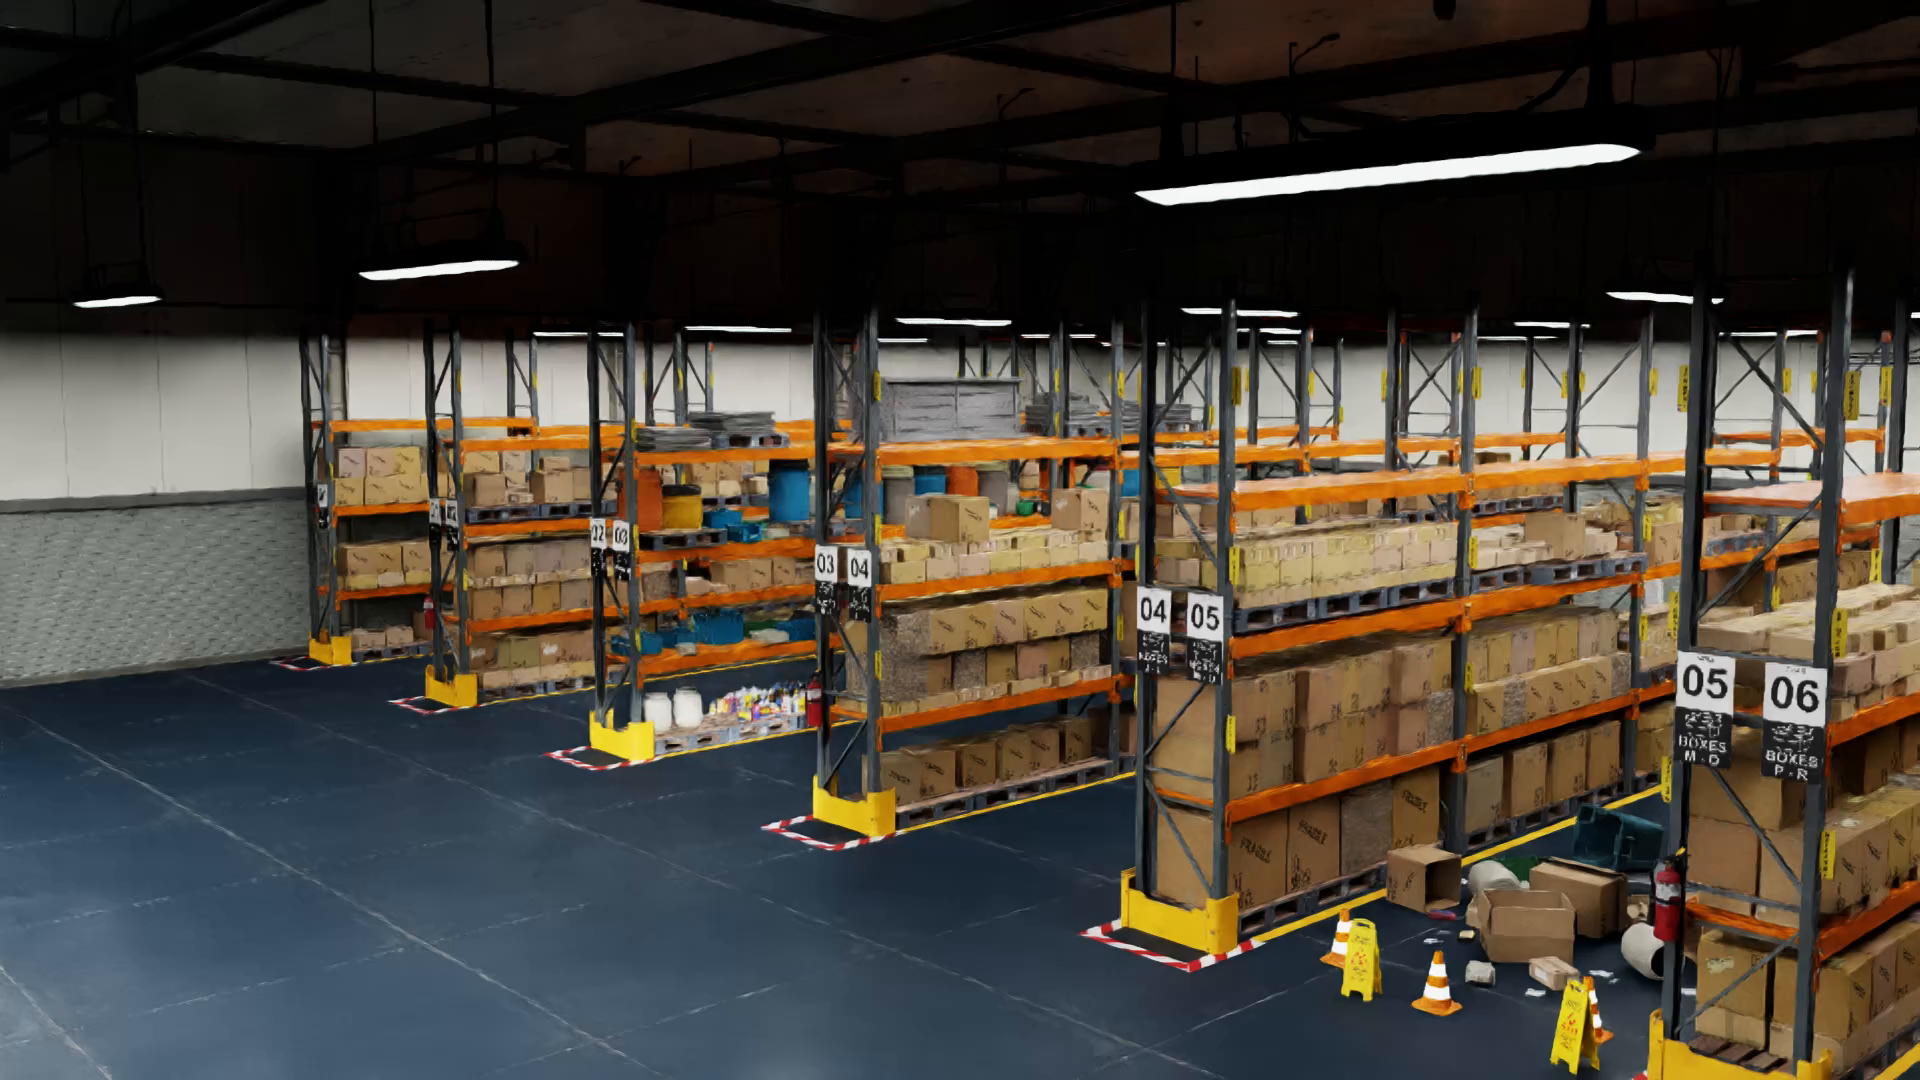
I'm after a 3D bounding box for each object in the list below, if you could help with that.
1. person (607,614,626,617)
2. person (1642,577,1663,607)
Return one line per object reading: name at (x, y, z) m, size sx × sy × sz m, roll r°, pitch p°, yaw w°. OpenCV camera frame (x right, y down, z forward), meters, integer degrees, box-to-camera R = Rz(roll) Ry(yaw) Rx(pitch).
person at (-6.700, 1.065, 32.172) m, size 1.043 × 1.716 × 0.589 m, roll -6°, pitch 8°, yaw -44°
person at (12.818, 1.248, 30.648) m, size 0.618 × 1.662 × 0.620 m, roll -1°, pitch 6°, yaw -8°
